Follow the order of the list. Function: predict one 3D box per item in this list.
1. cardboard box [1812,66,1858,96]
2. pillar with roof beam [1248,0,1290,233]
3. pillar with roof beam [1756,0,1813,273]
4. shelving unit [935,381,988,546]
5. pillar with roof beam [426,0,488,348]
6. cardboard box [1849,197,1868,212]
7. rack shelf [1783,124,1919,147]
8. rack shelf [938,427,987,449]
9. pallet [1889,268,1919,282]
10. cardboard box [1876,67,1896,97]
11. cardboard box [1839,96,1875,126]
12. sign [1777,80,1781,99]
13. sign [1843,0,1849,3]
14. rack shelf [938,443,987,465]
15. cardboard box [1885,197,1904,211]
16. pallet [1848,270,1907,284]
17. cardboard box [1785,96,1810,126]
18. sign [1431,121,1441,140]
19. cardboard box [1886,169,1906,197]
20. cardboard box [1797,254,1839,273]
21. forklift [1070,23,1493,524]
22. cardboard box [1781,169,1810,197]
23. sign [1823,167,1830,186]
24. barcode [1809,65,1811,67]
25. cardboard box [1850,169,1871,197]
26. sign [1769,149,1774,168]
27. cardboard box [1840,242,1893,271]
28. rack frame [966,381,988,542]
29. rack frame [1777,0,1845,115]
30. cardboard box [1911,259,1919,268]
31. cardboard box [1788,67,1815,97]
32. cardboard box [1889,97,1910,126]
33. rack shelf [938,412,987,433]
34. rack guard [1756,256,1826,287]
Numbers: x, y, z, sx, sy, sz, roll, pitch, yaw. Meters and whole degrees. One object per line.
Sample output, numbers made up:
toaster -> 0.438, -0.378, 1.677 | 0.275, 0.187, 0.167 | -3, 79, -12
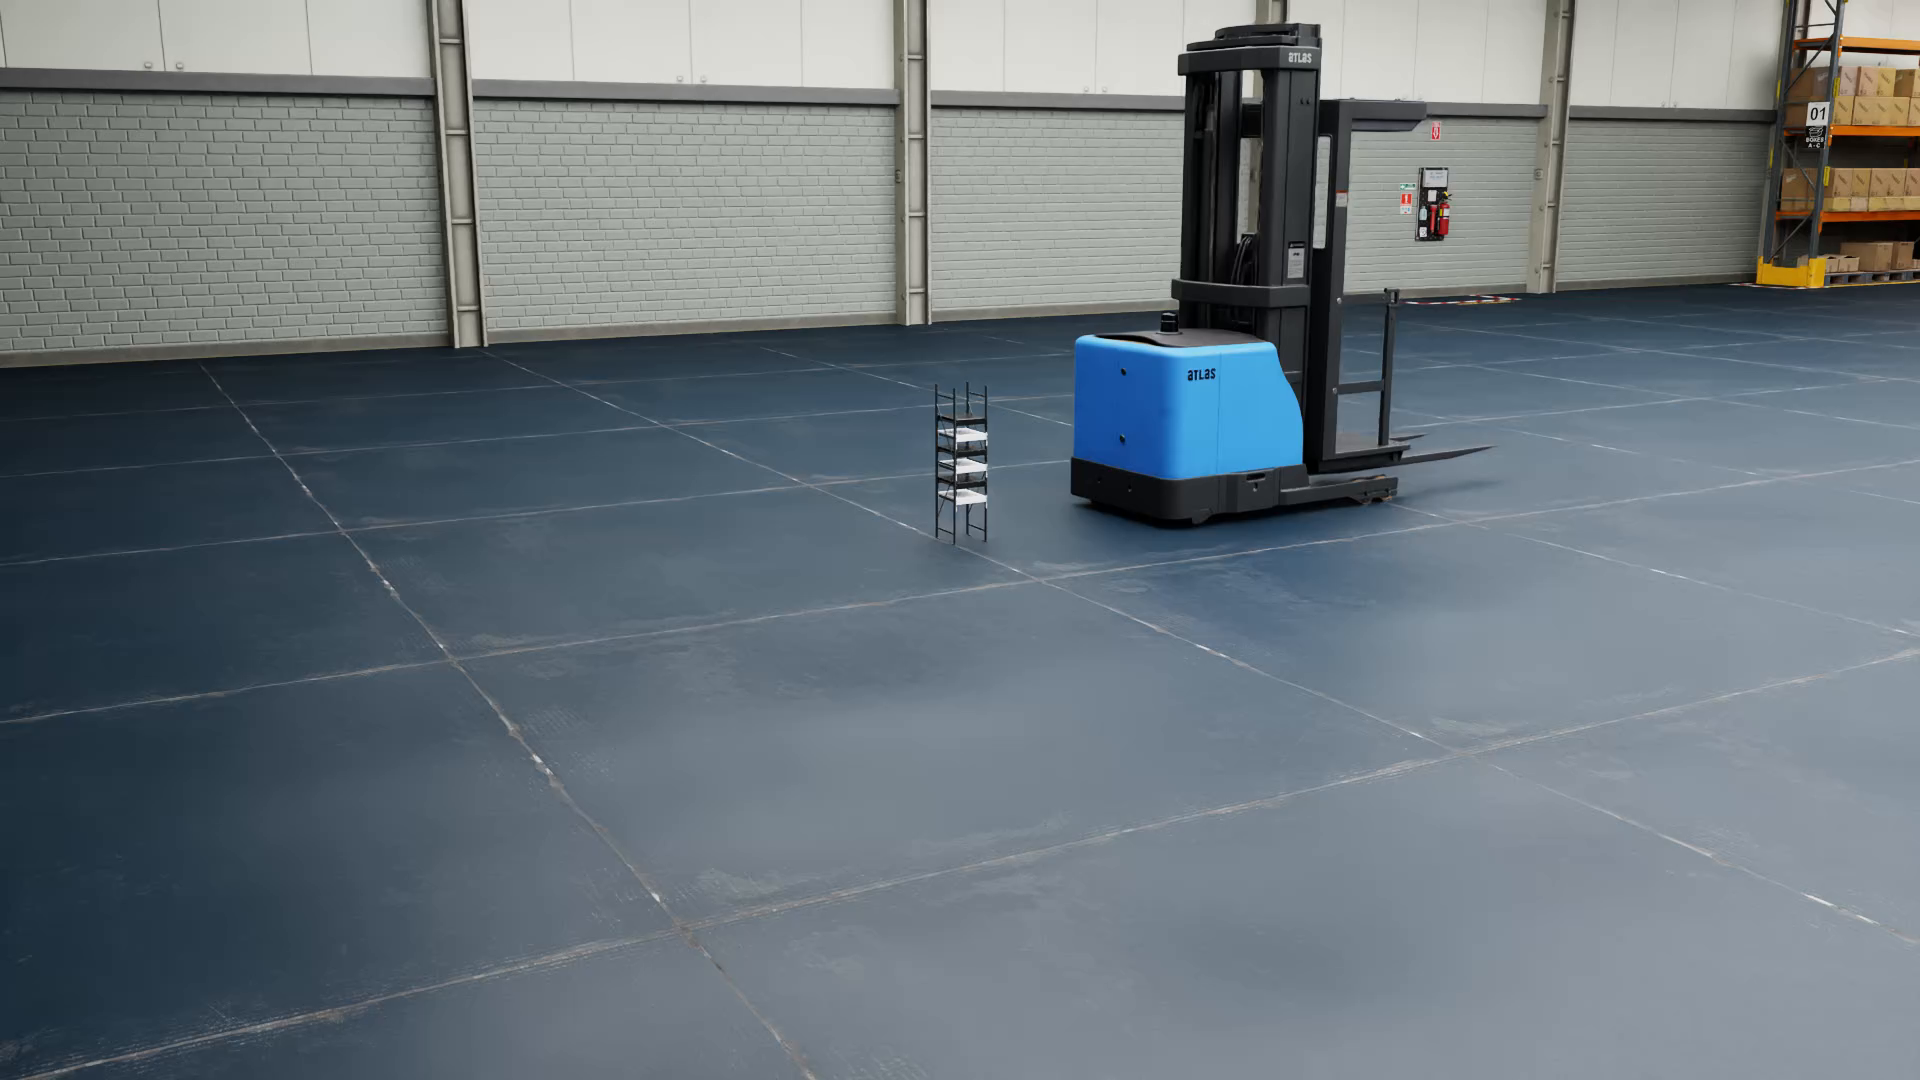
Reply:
cardboard box -> 15.421, -8.082, 29.307 | 0.500, 0.500, 0.500 | -8, 15, -32
pillar with roof beam -> 6.696, -7.154, 20.900 | 0.400, 9.000, 9.100 | -7, 14, -28
pillar with roof beam -> 17.229, -8.416, 26.509 | 0.400, 9.000, 9.100 | -7, 14, -28
shelving unit -> 0.007, -0.440, 9.514 | 0.210, 0.900, 0.258 | -7, 14, -28
pillar with roof beam -> -3.836, -5.891, 15.291 | 0.400, 9.000, 9.100 | -7, 14, -28
cardboard box -> 15.996, -6.063, 30.012 | 0.500, 0.250, 0.500 | -7, 15, -30
rack shelf -> 16.722, -7.401, 30.471 | 4.000, 0.370, 1.077 | -7, 14, -28
rack shelf -> 0.007, -0.583, 9.482 | 0.200, 0.077, 0.258 | -7, 14, -28
pallet -> 17.905, -5.061, 31.618 | 1.213, 0.211, 1.003 | -7, 14, -28
cardboard box -> 16.330, -8.181, 29.747 | 0.500, 0.500, 0.500 | -6, 14, -26
cardboard box -> 15.868, -7.637, 29.607 | 0.500, 0.500, 0.500 | -6, 14, -24
sign -> 14.718, -8.083, 29.845 | 0.005, 0.325, 0.100 | -7, 14, -28
sign -> 15.226, -9.395, 28.552 | 0.005, 0.325, 0.100 | -7, 14, -28
rack shelf -> 0.007, -0.495, 9.502 | 0.200, 0.077, 0.258 | -7, 14, -28
cardboard box -> 16.891, -6.168, 30.480 | 0.500, 0.250, 0.500 | -7, 14, -27
pallet -> 16.833, -4.932, 31.044 | 1.213, 0.211, 1.003 | -7, 14, -28
cardboard box -> 15.212, -7.693, 29.856 | 0.500, 0.500, 0.500 | -6, 14, -24
sign -> 7.658, -6.584, 26.754 | 0.199, 0.298, 0.001 | -7, 14, -28
cardboard box -> 16.872, -6.533, 30.395 | 0.500, 0.500, 0.500 | -6, 14, -26
cardboard box -> 15.617, -5.037, 30.280 | 0.500, 0.311, 0.500 | -9, 15, -34
forklift -> 2.225, -1.745, 10.687 | 3.031, 2.935, 1.130 | -8, 15, -31
cardboard box -> 15.278, -6.471, 30.121 | 0.500, 0.500, 0.500 | -7, 14, -28
sign -> 15.227, -6.396, 29.227 | 0.005, 0.325, 0.100 | -7, 14, -28
barcode -> 15.350, -8.542, 30.031 | 0.075, 0.075, 0.001 | -7, 14, -28
cardboard box -> 15.968, -6.423, 29.907 | 0.500, 0.500, 0.500 | -7, 14, -28
sign -> 14.718, -6.907, 30.109 | 0.005, 0.325, 0.100 | -7, 14, -28
cardboard box -> 16.785, -5.257, 30.826 | 0.500, 0.500, 0.700 | -8, 15, -31
rack frame -> 0.096, -0.451, 9.562 | 0.006, 0.900, 0.240 | -7, 14, -28
rack frame -> 14.967, -9.005, 29.128 | 0.127, 3.000, 1.000 | -7, 14, -28
cardboard box -> 18.022, -5.270, 31.643 | 0.250, 0.166, 0.380 | -9, 16, -35
cardboard box -> 15.220, -8.184, 29.760 | 0.500, 0.500, 0.500 | -6, 14, -25
cardboard box -> 16.782, -7.753, 30.122 | 0.500, 0.500, 0.500 | -6, 14, -24
rack shelf -> 0.007, -0.671, 9.462 | 0.200, 0.077, 0.258 | -7, 14, -28
rack guard -> 15.033, -4.867, 30.097 | 0.348, 0.500, 1.175 | -7, 14, -28
